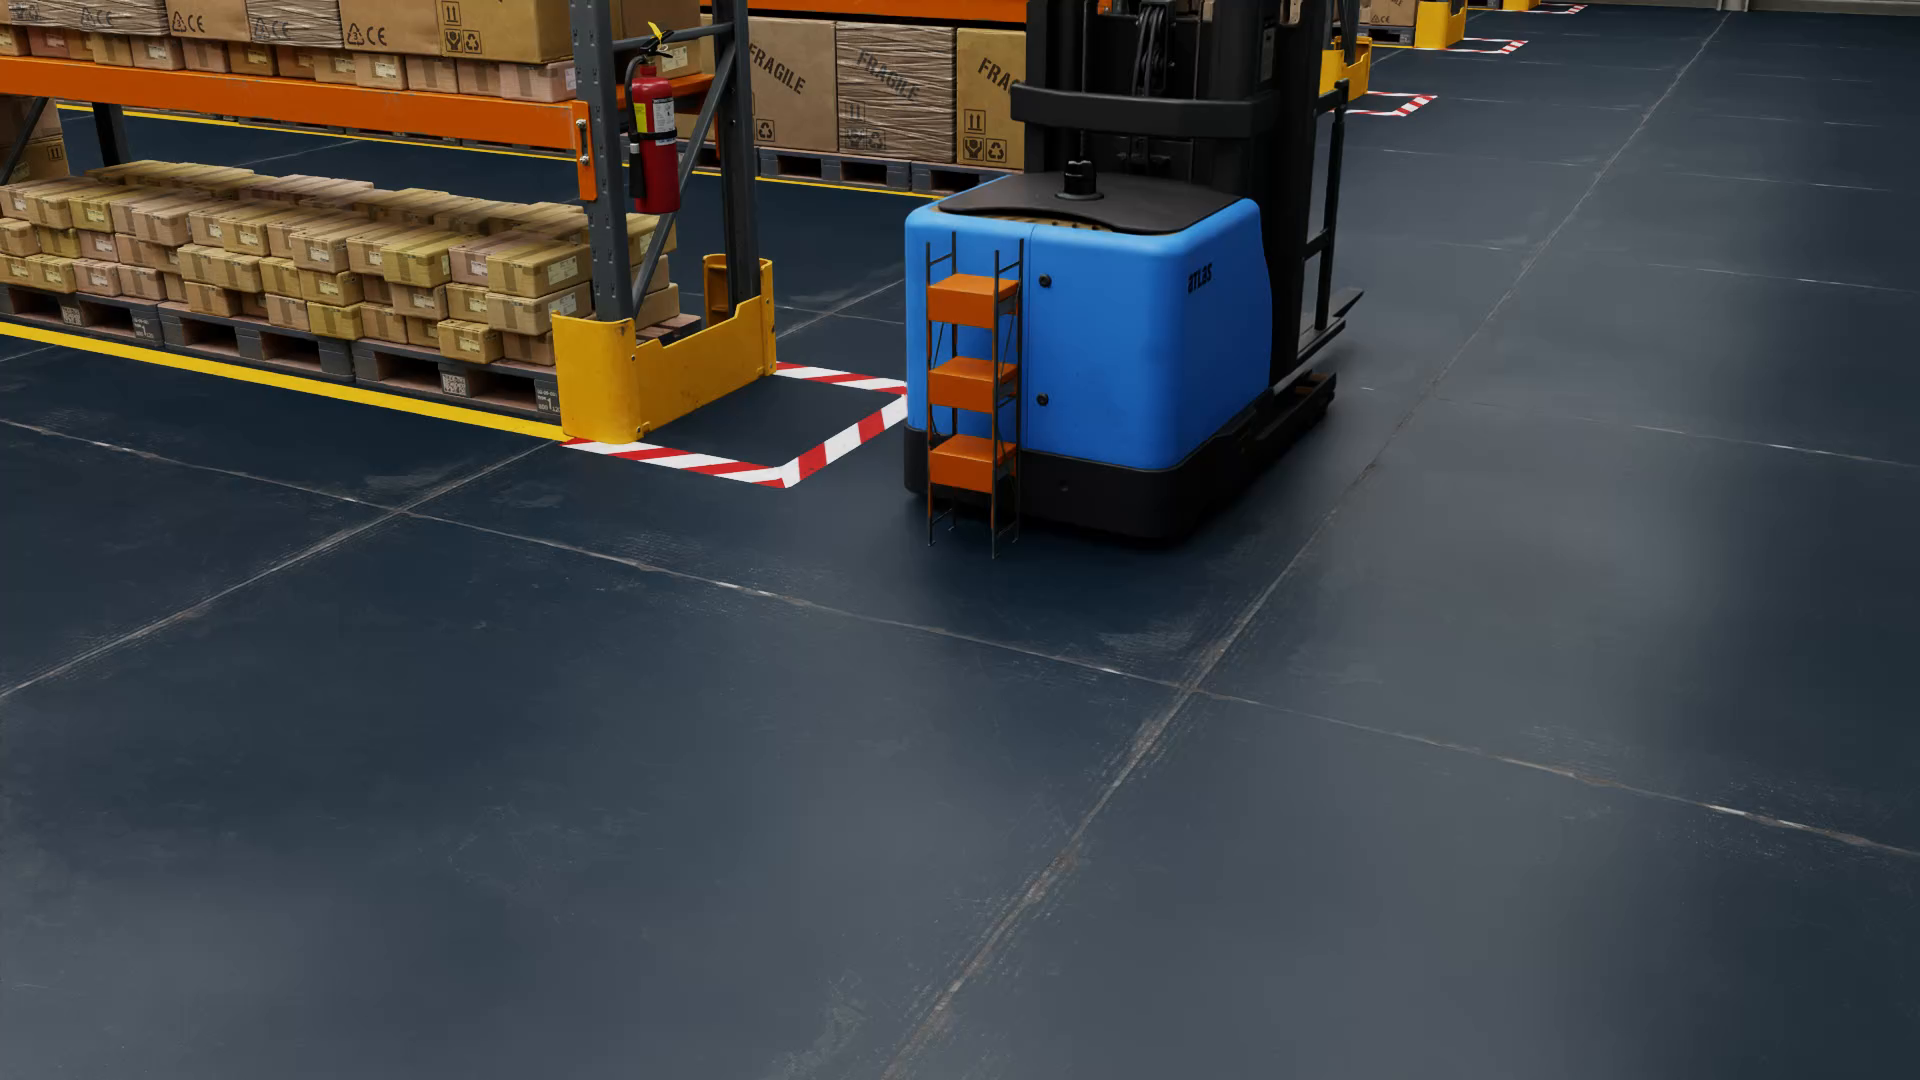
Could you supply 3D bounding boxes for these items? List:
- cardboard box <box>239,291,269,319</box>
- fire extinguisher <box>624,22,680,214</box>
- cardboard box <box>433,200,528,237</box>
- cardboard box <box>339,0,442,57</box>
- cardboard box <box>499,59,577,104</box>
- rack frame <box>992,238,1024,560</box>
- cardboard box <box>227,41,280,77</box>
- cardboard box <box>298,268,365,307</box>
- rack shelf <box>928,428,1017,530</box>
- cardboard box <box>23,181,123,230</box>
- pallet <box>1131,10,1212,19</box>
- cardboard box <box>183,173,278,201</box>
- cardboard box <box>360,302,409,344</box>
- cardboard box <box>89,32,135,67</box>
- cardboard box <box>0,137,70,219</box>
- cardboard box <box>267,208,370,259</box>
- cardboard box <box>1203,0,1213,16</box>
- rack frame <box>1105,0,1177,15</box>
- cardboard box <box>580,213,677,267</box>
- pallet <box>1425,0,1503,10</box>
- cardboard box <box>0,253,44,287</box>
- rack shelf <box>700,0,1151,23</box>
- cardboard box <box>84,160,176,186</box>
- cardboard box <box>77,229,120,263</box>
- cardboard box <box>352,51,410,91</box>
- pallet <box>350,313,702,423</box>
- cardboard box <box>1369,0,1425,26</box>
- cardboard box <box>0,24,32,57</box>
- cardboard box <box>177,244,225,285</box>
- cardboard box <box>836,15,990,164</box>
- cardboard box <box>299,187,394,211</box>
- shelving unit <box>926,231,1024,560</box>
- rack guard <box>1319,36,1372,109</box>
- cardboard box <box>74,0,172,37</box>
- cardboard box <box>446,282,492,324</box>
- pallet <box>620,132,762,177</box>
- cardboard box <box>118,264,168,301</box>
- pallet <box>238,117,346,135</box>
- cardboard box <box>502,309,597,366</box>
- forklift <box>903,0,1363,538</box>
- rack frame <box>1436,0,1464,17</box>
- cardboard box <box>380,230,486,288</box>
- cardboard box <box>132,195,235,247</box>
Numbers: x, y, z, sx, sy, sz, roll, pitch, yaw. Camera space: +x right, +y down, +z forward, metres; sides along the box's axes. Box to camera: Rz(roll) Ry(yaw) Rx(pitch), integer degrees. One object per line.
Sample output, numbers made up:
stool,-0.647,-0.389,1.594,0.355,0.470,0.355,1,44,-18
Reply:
cardboard box,-3.104,-1.150,7.726,0.250,0.149,0.380,12,26,26
fire extinguisher,-1.143,-1.560,6.161,0.183,0.674,0.296,11,25,25
cardboard box,-2.200,-1.450,7.673,0.250,0.149,0.380,10,25,22
cardboard box,-2.134,-2.238,6.672,0.500,0.500,0.500,11,25,24
cardboard box,-1.578,-1.816,6.509,0.250,0.149,0.380,11,25,25
rack frame,0.157,-0.452,5.472,0.008,1.050,0.200,11,25,25
cardboard box,-2.932,-2.116,7.213,0.250,0.149,0.380,12,26,25
cardboard box,-2.692,-1.163,7.378,0.250,0.149,0.380,12,26,25
rack shelf,0.048,-0.208,5.635,0.240,0.259,0.215,11,25,25
cardboard box,-4.296,-1.632,8.100,0.250,0.149,0.380,13,26,27
pallet,2.685,-6.448,20.642,1.213,0.211,1.003,11,25,25
cardboard box,-3.626,-1.717,8.300,0.250,0.149,0.380,12,26,26
cardboard box,-2.422,-1.000,7.375,0.250,0.149,0.380,11,26,25
cardboard box,-3.663,-2.234,7.490,0.250,0.149,0.380,12,26,26
cardboard box,-5.269,-1.945,9.149,0.500,0.500,0.500,12,26,27
cardboard box,-2.886,-1.380,7.508,0.250,0.149,0.380,10,25,23
cardboard box,3.126,-6.453,20.148,0.250,0.166,0.380,11,25,25
rack frame,1.169,-3.687,10.588,0.127,3.000,1.000,11,25,25
cardboard box,-1.474,-1.339,7.412,0.250,0.149,0.380,10,25,22
pallet,7.125,-7.708,23.605,1.213,0.211,1.003,11,25,25
cardboard box,-4.549,-1.384,8.278,0.250,0.149,0.380,10,25,22
rack shelf,-0.616,-3.710,11.559,4.000,0.370,1.077,11,25,25
cardboard box,-4.294,-1.862,8.643,0.250,0.149,0.380,12,26,26
cardboard box,-4.050,-1.478,8.119,0.250,0.149,0.380,11,25,24
cardboard box,-2.252,-1.949,6.822,0.250,0.149,0.380,12,26,26
pallet,-1.936,-0.859,7.500,1.213,0.211,1.003,11,25,25
cardboard box,5.045,-6.209,19.148,0.500,0.500,0.500,11,25,25
cardboard box,-4.360,-2.380,7.834,0.250,0.149,0.380,12,26,26
cardboard box,-3.379,-1.306,7.714,0.250,0.149,0.380,11,25,24
cardboard box,-0.251,-3.149,11.499,0.875,0.875,0.875,11,25,25
cardboard box,-2.925,-1.576,7.968,0.250,0.149,0.380,11,26,25
shelving unit,0.048,-0.474,5.522,0.252,1.050,0.215,11,25,25
rack guard,3.431,-4.267,15.145,0.348,0.500,1.175,11,25,25
cardboard box,-3.523,-2.500,7.289,0.500,0.500,0.500,11,25,23
cardboard box,-1.968,-1.050,7.112,0.250,0.149,0.380,11,25,23
pallet,-1.758,-2.949,12.414,1.213,0.211,1.003,11,25,25
cardboard box,-3.817,-1.284,8.043,0.250,0.149,0.380,11,25,23
pallet,-5.301,-3.651,14.066,1.213,0.211,1.003,11,25,25
cardboard box,-1.723,-0.874,7.080,0.250,0.149,0.380,12,26,25
forklift,0.935,-1.893,6.455,1.130,2.935,3.031,12,26,26
rack frame,5.642,-7.147,18.722,0.127,3.000,1.000,11,25,25
cardboard box,-2.233,-1.199,7.082,0.250,0.149,0.380,11,25,23
cardboard box,-3.615,-1.493,7.774,0.250,0.149,0.380,12,26,26
